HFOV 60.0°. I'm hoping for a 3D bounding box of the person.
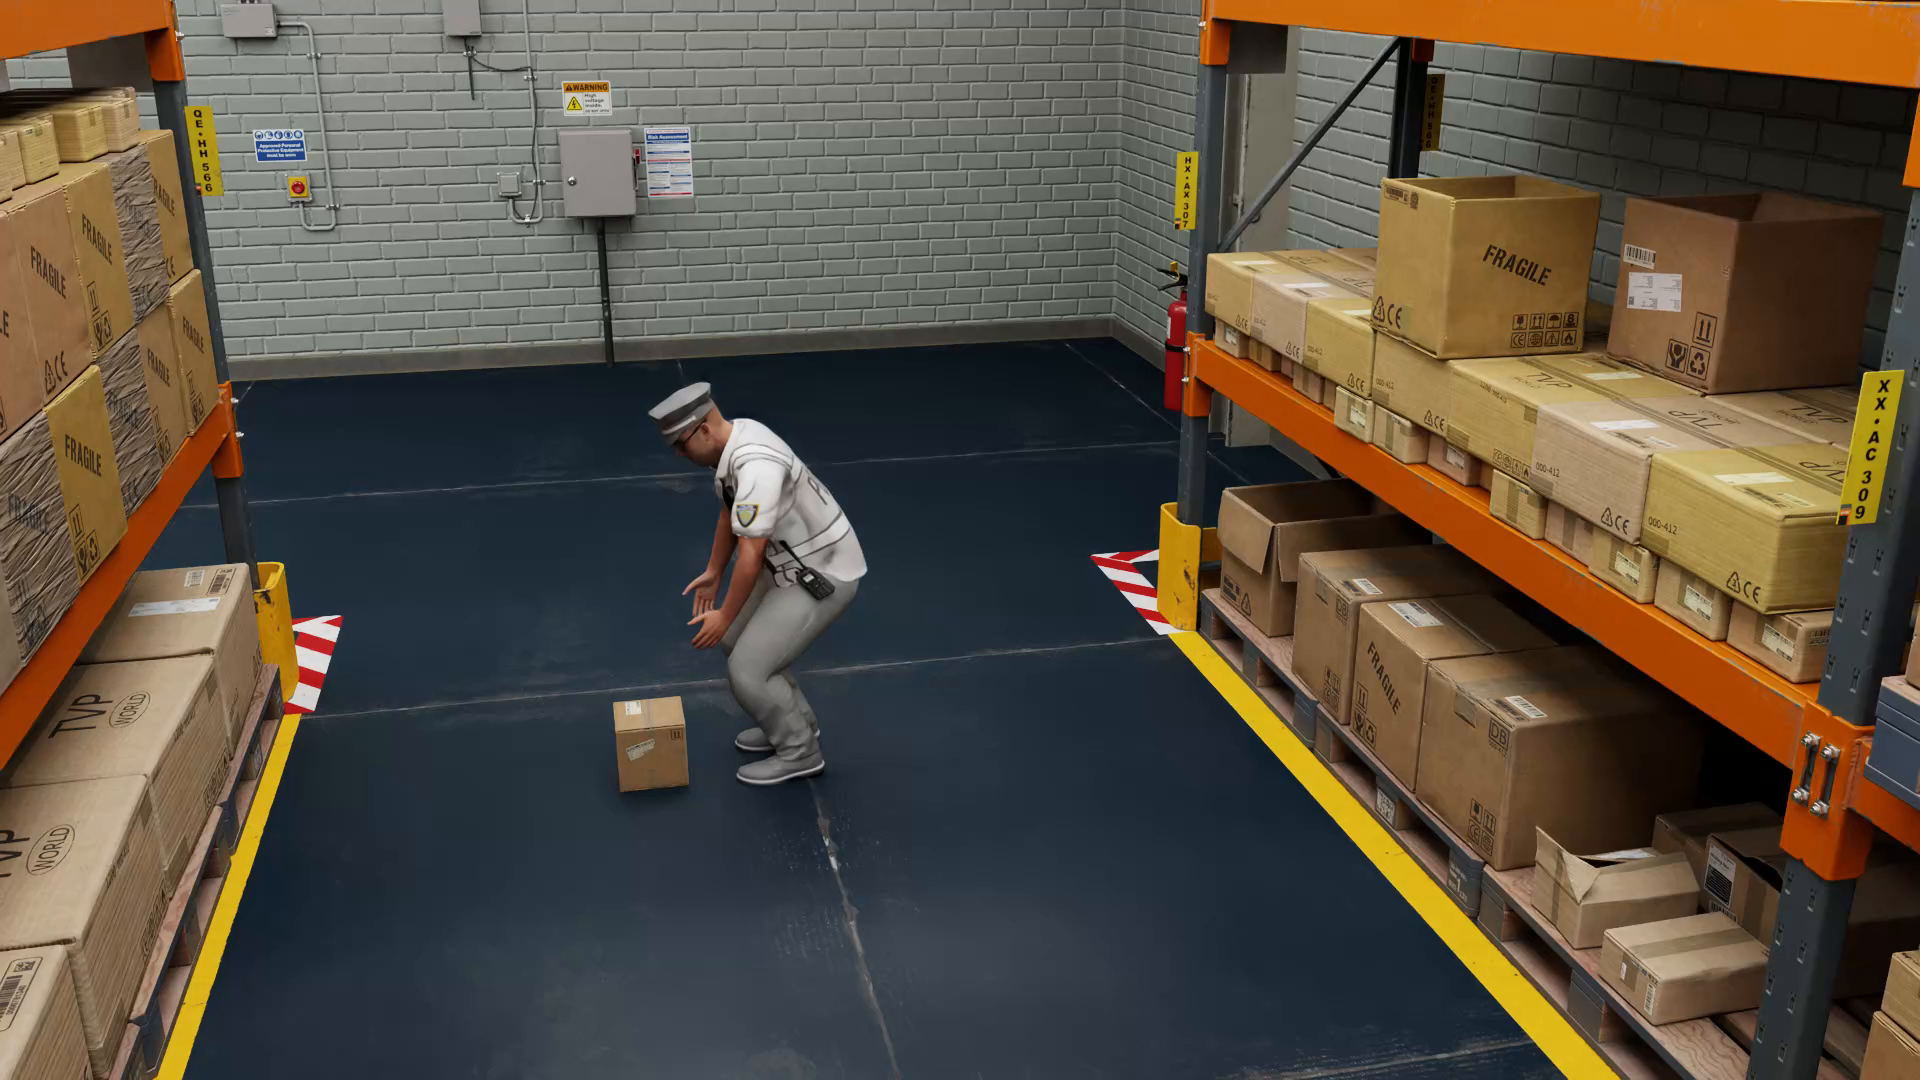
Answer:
[{"bbox_3d":[-0.714,0.150,6.034,0.750,1.496,0.588,-4,20,-12],"label":"person"}]
